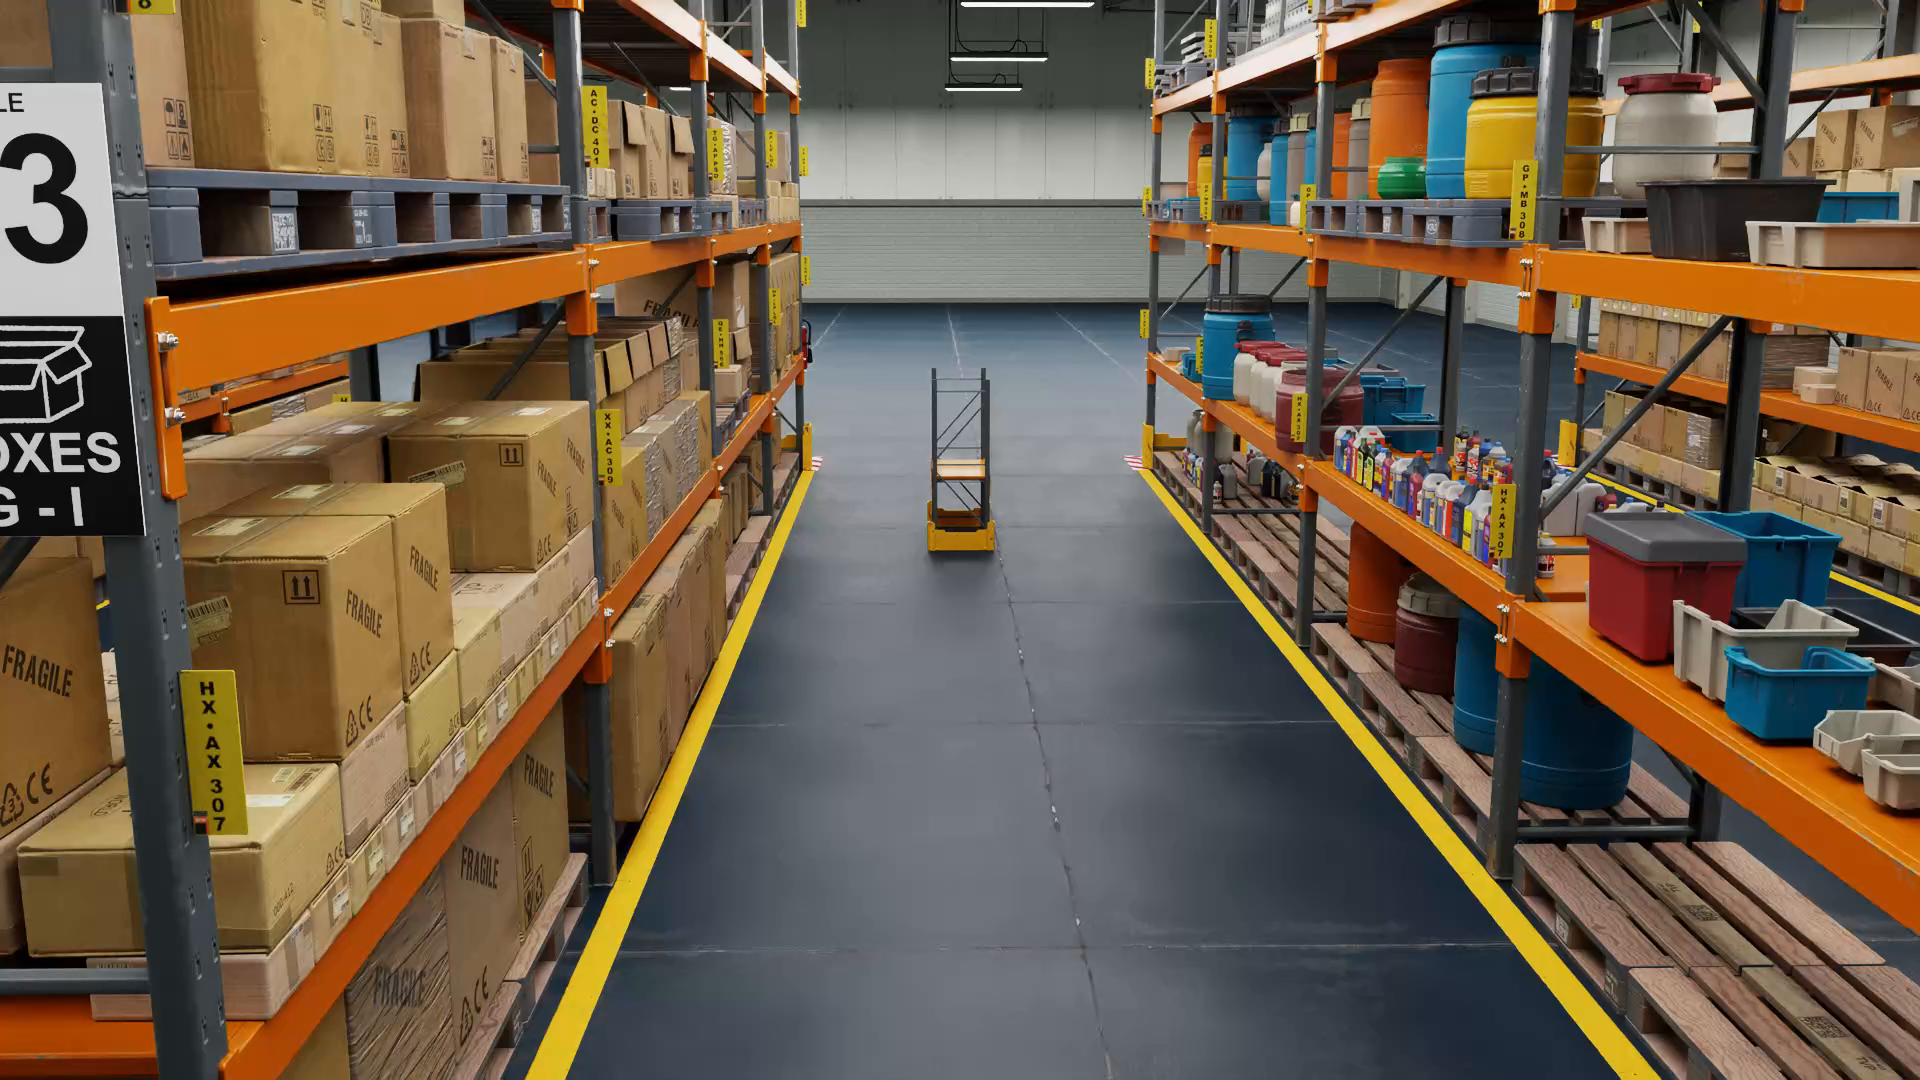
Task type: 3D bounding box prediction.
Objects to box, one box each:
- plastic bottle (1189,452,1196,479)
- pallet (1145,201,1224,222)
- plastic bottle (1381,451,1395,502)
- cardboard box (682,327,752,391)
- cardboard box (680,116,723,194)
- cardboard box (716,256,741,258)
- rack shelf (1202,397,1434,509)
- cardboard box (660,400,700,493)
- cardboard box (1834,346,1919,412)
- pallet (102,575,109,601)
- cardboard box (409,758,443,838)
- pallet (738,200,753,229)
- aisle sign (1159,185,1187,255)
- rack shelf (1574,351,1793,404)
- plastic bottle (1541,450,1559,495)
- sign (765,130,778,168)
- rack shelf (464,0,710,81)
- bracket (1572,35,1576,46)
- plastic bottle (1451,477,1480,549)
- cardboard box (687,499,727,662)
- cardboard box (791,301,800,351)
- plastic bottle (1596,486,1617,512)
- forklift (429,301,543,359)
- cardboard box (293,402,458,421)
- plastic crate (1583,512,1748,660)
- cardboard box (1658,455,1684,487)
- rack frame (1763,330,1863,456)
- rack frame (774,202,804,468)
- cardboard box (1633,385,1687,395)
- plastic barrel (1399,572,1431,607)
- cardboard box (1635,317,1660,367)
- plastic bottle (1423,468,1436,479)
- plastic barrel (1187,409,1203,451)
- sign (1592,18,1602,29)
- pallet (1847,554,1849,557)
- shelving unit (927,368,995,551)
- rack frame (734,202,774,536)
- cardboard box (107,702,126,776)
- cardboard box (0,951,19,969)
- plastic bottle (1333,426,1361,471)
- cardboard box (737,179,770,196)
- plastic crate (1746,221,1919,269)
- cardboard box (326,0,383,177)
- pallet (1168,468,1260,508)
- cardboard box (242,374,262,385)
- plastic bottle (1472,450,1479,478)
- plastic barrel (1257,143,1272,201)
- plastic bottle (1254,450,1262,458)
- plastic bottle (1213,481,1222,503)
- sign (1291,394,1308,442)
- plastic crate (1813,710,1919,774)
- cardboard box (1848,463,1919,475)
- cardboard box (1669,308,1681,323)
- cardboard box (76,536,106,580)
[{"bbox_3d":[2.391,-0.761,17.023,0.097,0.271,0.097,0,11,0],"label":"plastic bottle"},{"bbox_3d":[2.576,-3.545,17.920,1.003,0.211,1.213,0,11,-1],"label":"pallet"},{"bbox_3d":[2.486,-0.368,9.622,0.061,0.283,0.133,0,11,-1],"label":"plastic bottle"},{"bbox_3d":[-2.085,-1.429,13.244,0.797,0.503,0.637,1,12,5],"label":"cardboard box"},{"bbox_3d":[-1.883,-2.581,11.181,0.500,0.500,0.500,0,11,-1],"label":"cardboard box"},{"bbox_3d":[-2.542,-2.688,17.249,0.500,0.500,0.500,0,11,-1],"label":"cardboard box"},{"bbox_3d":[2.780,-0.787,13.205,1.077,0.370,4.000,0,11,-1],"label":"rack shelf"},{"bbox_3d":[-1.868,-0.575,10.096,0.500,0.500,0.500,0,11,-2],"label":"cardboard box"},{"bbox_3d":[7.702,-1.349,13.911,0.500,0.500,0.500,1,11,3],"label":"cardboard box"},{"bbox_3d":[-7.054,0.246,13.316,1.003,0.211,1.213,0,11,-1],"label":"pallet"},{"bbox_3d":[-1.665,0.715,4.621,0.380,0.149,0.250,0,11,-2],"label":"cardboard box"},{"bbox_3d":[-2.282,-2.566,13.090,1.213,0.211,1.003,0,11,-1],"label":"pallet"},{"bbox_3d":[2.362,-3.620,18.818,0.394,0.787,0.004,0,11,-1],"label":"aisle sign"},{"bbox_3d":[7.650,-1.602,17.221,1.077,0.370,4.000,0,11,-1],"label":"rack shelf"},{"bbox_3d":[3.248,-0.317,9.202,0.144,0.351,0.185,0,11,-1],"label":"plastic bottle"},{"bbox_3d":[-1.658,-3.437,14.619,0.100,0.325,0.005,0,11,-1],"label":"sign"},{"bbox_3d":[-2.089,-2.716,8.629,1.077,0.370,4.000,0,11,-1],"label":"rack shelf"},{"bbox_3d":[12.722,-10.436,34.813,0.235,0.232,0.430,0,11,-1],"label":"bracket"},{"bbox_3d":[2.554,-0.141,8.334,0.144,0.351,0.185,0,11,-1],"label":"plastic bottle"},{"bbox_3d":[-2.137,0.251,10.566,1.225,0.875,0.875,-1,11,-4],"label":"cardboard box"},{"bbox_3d":[-2.181,-2.299,17.846,0.875,0.500,0.500,0,11,-1],"label":"cardboard box"},{"bbox_3d":[3.305,-0.141,8.504,0.061,0.283,0.133,0,11,-1],"label":"plastic bottle"},{"bbox_3d":[-4.610,-1.690,16.017,1.130,2.935,3.031,0,11,-1],"label":"forklift"},{"bbox_3d":[-2.293,-0.270,6.590,0.500,0.500,0.500,0,11,-1],"label":"cardboard box"},{"bbox_3d":[2.672,0.171,6.362,0.402,0.464,0.583,0,11,-1],"label":"plastic crate"},{"bbox_3d":[7.438,-0.705,16.851,0.500,0.250,0.500,0,11,-1],"label":"cardboard box"},{"bbox_3d":[7.691,-1.557,15.190,1.000,3.000,0.127,0,11,-1],"label":"rack frame"},{"bbox_3d":[-2.296,-2.312,18.912,1.000,3.000,0.127,0,11,-1],"label":"rack frame"},{"bbox_3d":[7.917,-1.473,18.747,0.500,0.500,0.500,0,11,-1],"label":"cardboard box"},{"bbox_3d":[2.950,0.480,10.349,0.421,0.512,0.421,0,11,0],"label":"plastic barrel"},{"bbox_3d":[7.626,-2.105,17.640,0.700,0.500,0.500,0,11,-1],"label":"cardboard box"},{"bbox_3d":[2.576,-0.257,9.103,0.097,0.271,0.097,0,11,0],"label":"plastic bottle"},{"bbox_3d":[2.746,-1.189,18.575,0.421,0.512,0.421,0,11,0],"label":"plastic barrel"},{"bbox_3d":[7.054,-5.827,18.399,0.100,0.325,0.005,0,11,-1],"label":"sign"},{"bbox_3d":[7.746,-0.044,14.746,1.003,0.211,1.213,0,11,-1],"label":"pallet"},{"bbox_3d":[-0.002,-0.750,14.985,0.587,1.500,1.083,0,11,-1],"label":"shelving unit"},{"bbox_3d":[-2.213,-1.517,14.993,1.000,3.000,0.127,0,11,-1],"label":"rack frame"},{"bbox_3d":[-2.250,0.600,4.187,0.500,0.250,0.500,0,11,-2],"label":"cardboard box"},{"bbox_3d":[-2.301,0.922,3.602,0.380,0.149,0.250,0,11,0],"label":"cardboard box"},{"bbox_3d":[2.507,-0.594,10.756,0.152,0.276,0.135,0,11,-1],"label":"plastic bottle"},{"bbox_3d":[-1.912,-3.175,14.994,0.380,0.149,0.250,-1,11,-3],"label":"cardboard box"},{"bbox_3d":[2.696,-0.903,5.083,0.437,0.136,0.530,0,11,-1],"label":"plastic crate"},{"bbox_3d":[-1.979,-1.224,4.443,0.700,0.500,0.500,-1,12,-5],"label":"cardboard box"},{"bbox_3d":[2.739,-0.548,17.228,1.003,0.211,1.213,0,11,-1],"label":"pallet"},{"bbox_3d":[-7.227,-1.773,15.876,0.875,0.550,0.550,0,11,-1],"label":"cardboard box"},{"bbox_3d":[3.247,-0.478,10.371,0.097,0.201,0.097,0,11,0],"label":"plastic bottle"},{"bbox_3d":[2.926,-3.355,15.168,0.421,0.512,0.421,0,11,0],"label":"plastic barrel"},{"bbox_3d":[3.110,-0.800,17.201,0.152,0.276,0.135,0,11,-1],"label":"plastic bottle"},{"bbox_3d":[2.420,-0.452,15.677,0.097,0.201,0.097,0,11,0],"label":"plastic bottle"},{"bbox_3d":[2.272,-0.819,11.139,0.100,0.325,0.005,0,11,-1],"label":"sign"},{"bbox_3d":[2.743,0.615,4.997,0.298,0.136,0.250,0,11,-1],"label":"plastic crate"},{"bbox_3d":[8.003,-0.507,14.465,0.500,0.311,0.500,0,11,0],"label":"cardboard box"},{"bbox_3d":[7.438,-2.282,16.882,0.380,0.149,0.250,0,11,1],"label":"cardboard box"},{"bbox_3d":[-7.035,-0.120,12.709,1.050,0.750,0.750,0,11,0],"label":"cardboard box"}]
